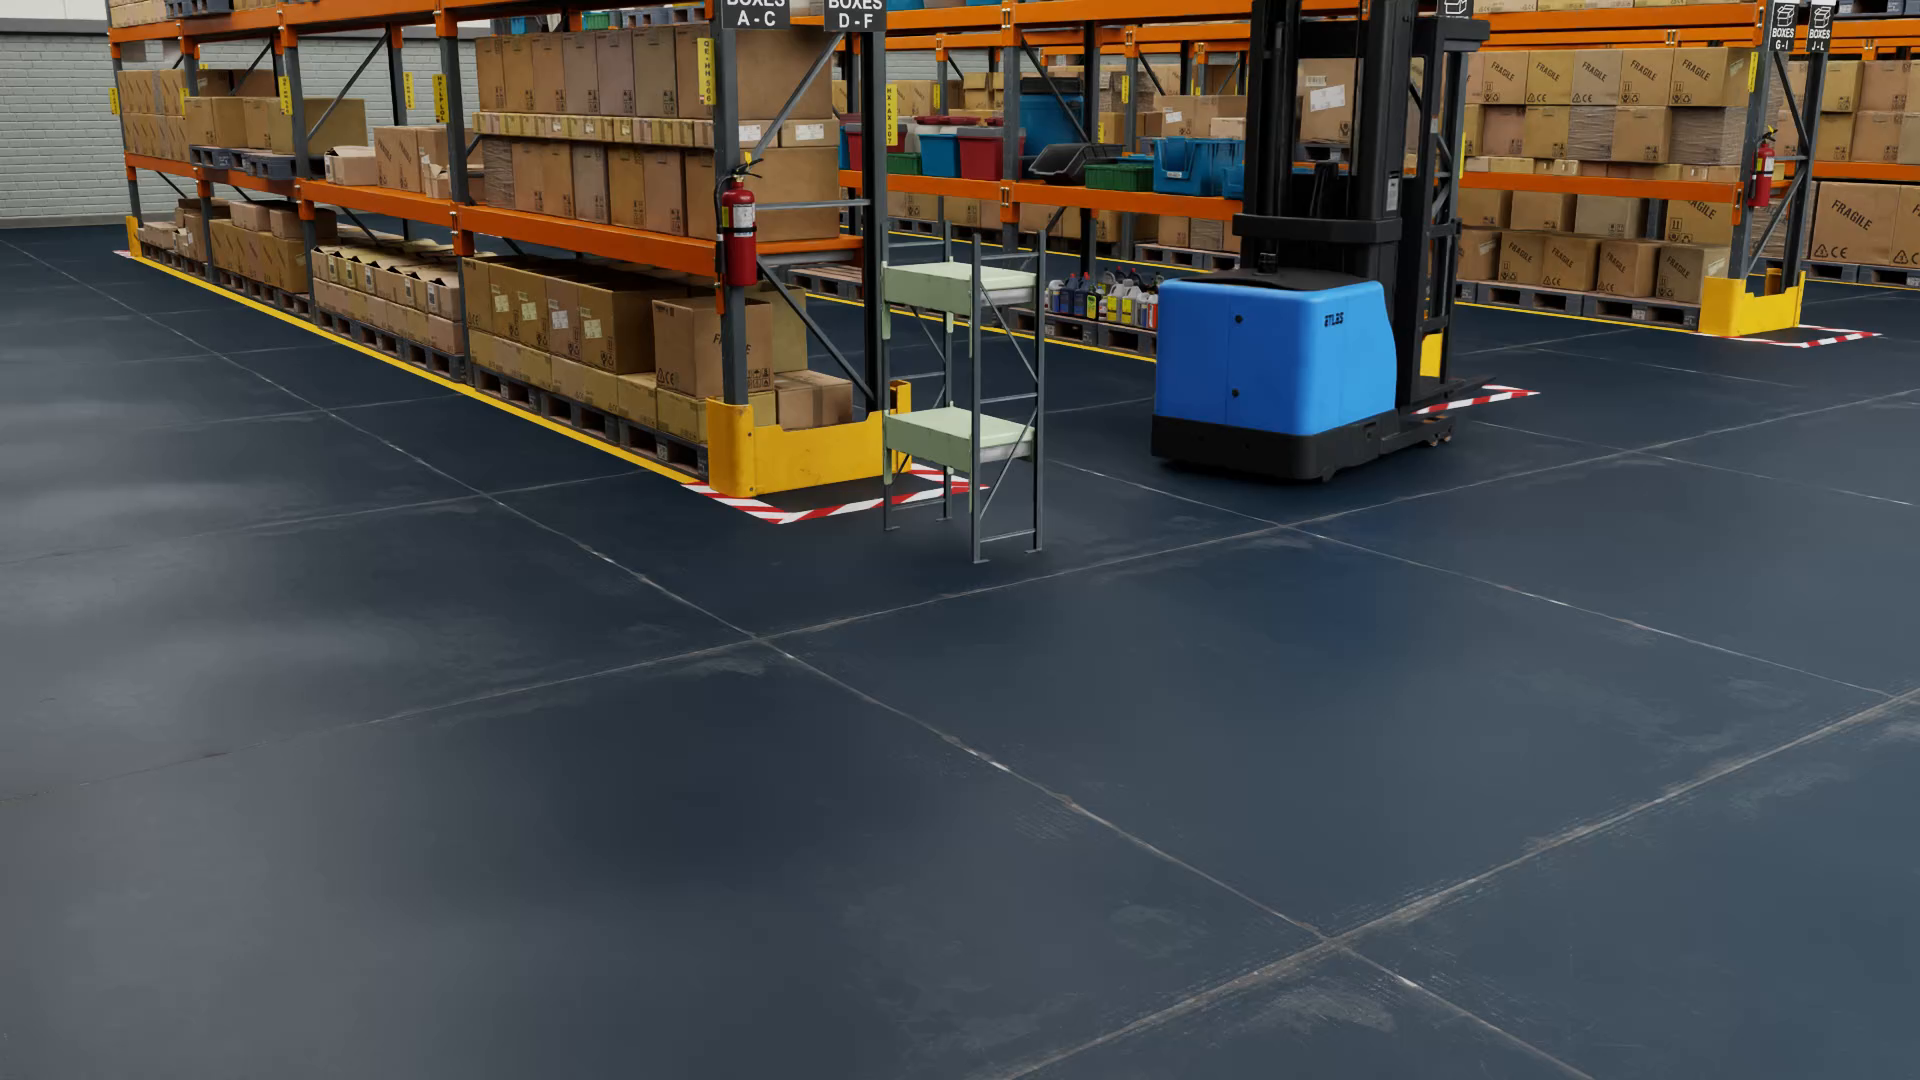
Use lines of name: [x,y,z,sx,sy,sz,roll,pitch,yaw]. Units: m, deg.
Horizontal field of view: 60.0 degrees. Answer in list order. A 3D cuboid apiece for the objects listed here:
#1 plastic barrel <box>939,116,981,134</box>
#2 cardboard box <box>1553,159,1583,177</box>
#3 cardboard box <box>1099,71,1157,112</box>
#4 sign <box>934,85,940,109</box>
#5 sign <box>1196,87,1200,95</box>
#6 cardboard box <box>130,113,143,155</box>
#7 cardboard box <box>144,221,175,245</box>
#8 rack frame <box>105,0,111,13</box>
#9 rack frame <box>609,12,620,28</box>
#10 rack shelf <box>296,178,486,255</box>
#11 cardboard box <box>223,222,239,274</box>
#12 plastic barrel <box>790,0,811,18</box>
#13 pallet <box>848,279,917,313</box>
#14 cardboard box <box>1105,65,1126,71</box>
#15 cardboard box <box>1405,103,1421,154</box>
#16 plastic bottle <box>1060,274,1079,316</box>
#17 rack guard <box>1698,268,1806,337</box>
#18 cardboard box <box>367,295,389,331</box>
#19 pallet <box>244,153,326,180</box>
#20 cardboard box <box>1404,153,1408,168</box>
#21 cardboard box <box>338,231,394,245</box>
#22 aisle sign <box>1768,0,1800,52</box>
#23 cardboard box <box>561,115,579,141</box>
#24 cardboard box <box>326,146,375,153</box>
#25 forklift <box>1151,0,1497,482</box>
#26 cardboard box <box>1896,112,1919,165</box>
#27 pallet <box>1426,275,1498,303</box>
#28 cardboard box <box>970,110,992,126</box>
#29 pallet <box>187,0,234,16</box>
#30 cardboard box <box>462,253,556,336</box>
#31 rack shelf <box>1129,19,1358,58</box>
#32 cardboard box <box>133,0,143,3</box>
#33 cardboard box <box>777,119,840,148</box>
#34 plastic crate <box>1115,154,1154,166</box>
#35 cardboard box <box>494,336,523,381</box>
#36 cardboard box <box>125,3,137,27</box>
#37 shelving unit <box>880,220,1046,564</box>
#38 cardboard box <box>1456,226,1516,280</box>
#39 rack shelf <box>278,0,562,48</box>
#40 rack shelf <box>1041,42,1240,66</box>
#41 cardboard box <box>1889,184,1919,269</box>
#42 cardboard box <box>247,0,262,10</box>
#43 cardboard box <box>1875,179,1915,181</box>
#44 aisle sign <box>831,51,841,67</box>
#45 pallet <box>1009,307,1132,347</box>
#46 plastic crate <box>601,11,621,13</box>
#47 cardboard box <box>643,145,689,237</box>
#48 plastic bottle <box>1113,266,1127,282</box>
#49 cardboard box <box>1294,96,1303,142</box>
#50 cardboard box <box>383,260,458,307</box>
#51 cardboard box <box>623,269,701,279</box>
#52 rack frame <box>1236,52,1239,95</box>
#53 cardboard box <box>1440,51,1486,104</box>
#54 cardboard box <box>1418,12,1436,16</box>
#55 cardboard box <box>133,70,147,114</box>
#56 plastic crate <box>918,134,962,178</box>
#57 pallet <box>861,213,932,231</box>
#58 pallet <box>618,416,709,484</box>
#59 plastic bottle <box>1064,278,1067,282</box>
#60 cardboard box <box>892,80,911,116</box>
plastic barrel: [0.000,-3.880,16.313,0.433,0.535,0.433,0,15,0]
cardboard box: [5.873,-3.546,15.826,0.380,0.149,0.250,-11,19,-35]
cardboard box: [2.054,-5.733,21.252,0.797,0.503,0.637,-10,18,-33]
sign: [-0.329,-6.266,23.498,0.100,0.325,0.005,-11,19,-35]
sign: [3.756,-6.977,26.245,0.100,0.325,0.005,-11,19,-35]
cardboard box: [-9.893,-5.017,20.536,0.500,0.500,0.500,-11,19,-35]
cardboard box: [-9.864,-3.833,20.774,0.500,0.250,0.500,-11,19,-35]
rack frame: [-10.248,-8.108,20.652,1.000,3.000,0.127,-11,19,-35]
rack frame: [-3.887,-5.128,21.130,1.000,3.000,0.127,-11,19,-35]
rack shelf: [-4.368,-2.732,13.737,1.077,0.370,4.000,-11,19,-35]
cardboard box: [-7.486,-3.113,17.670,0.500,0.500,0.500,-11,19,-34]
plastic barrel: [-1.600,-5.661,17.182,0.421,0.512,0.421,0,15,0]
pallet: [-0.398,-2.497,16.800,1.003,0.211,1.213,-11,19,-35]
cardboard box: [2.780,-7.706,27.904,0.500,0.500,0.500,-12,19,-36]
cardboard box: [5.038,-4.274,17.259,0.875,0.500,0.500,-11,19,-35]
plastic bottle: [0.956,-2.117,14.315,0.144,0.351,0.185,-10,18,-33]
rack guard: [7.130,-2.145,14.966,1.175,0.500,0.348,-11,19,-35]
cardboard box: [-4.566,-1.898,13.741,0.500,0.250,0.500,-10,18,-33]
pallet: [-5.999,-3.547,15.717,1.213,0.211,1.003,-11,19,-35]
cardboard box: [4.706,-3.975,17.392,0.380,0.149,0.250,-11,19,-35]
cardboard box: [-5.893,-2.765,16.397,0.500,0.500,0.500,-12,19,-37]
aisle sign: [6.969,-4.528,14.015,0.394,0.787,0.004,-11,19,-35]
cardboard box: [-2.277,-2.595,10.457,0.380,0.149,0.250,-11,19,-35]
cardboard box: [-5.366,-3.378,14.906,0.500,0.311,0.500,-10,18,-31]
forklift: [2.426,-2.057,10.039,1.130,2.935,3.031,12,20,38]
cardboard box: [10.650,-4.341,17.971,0.875,0.550,0.550,-11,19,-35]
pallet: [5.246,-2.706,17.561,1.003,0.211,1.213,-11,19,-35]
cardboard box: [0.484,-5.701,23.033,0.500,0.500,0.500,-11,19,-34]
pallet: [-6.957,-5.345,16.596,1.213,0.211,1.003,-11,19,-35]
cardboard box: [-3.173,-1.742,11.751,0.500,0.500,0.500,-11,19,-35]
rack shelf: [3.647,-5.715,18.957,1.077,0.370,4.000,-11,19,-35]
cardboard box: [-9.278,-6.358,19.281,0.500,0.250,0.500,-11,19,-35]
cardboard box: [-0.897,-2.276,9.291,0.380,0.149,0.250,-11,19,-35]
plastic crate: [1.687,-3.154,14.198,0.499,0.251,0.616,-11,19,-35]
cardboard box: [-2.875,-1.274,11.463,0.500,0.250,0.500,-11,19,-35]
cardboard box: [-9.573,-6.224,19.737,0.500,0.250,0.500,-11,19,-35]
shelving unit: [0.004,-0.722,7.873,0.431,1.500,0.755,-11,19,-35]
cardboard box: [5.369,-2.973,17.194,0.500,0.500,0.500,-5,16,-17]
rack shelf: [-4.368,-4.178,13.341,1.077,0.370,4.000,-11,19,-35]
rack shelf: [3.015,-8.172,27.932,1.077,0.370,4.000,-11,19,-35]
cardboard box: [10.794,-3.395,18.027,0.875,0.875,0.875,-11,19,-34]
cardboard box: [-6.128,-5.198,15.513,0.910,0.500,0.500,-11,19,-35]
cardboard box: [12.968,-4.797,22.912,0.500,0.500,0.500,-10,18,-32]
aisle sign: [-2.032,-8.067,26.942,0.394,0.787,0.004,-11,19,-35]
pallet: [1.178,-1.925,14.709,1.003,0.211,1.213,-11,19,-35]
plastic crate: [-4.396,-6.819,21.876,0.497,0.269,0.590,-11,19,-35]
cardboard box: [-1.417,-2.059,9.727,0.700,0.500,0.500,-10,18,-33]
plastic bottle: [1.428,-2.261,14.841,0.144,0.351,0.185,-11,19,-36]
cardboard box: [3.729,-4.797,18.928,0.797,0.503,0.637,-9,18,-29]
cardboard box: [-4.265,-2.057,13.262,0.500,0.311,0.500,-11,19,-35]
cardboard box: [-1.856,-1.505,10.886,0.500,0.500,0.500,-11,19,-35]
rack frame: [5.783,-8.289,32.679,1.000,3.000,0.127,-11,19,-35]
cardboard box: [5.177,-4.620,16.628,0.500,0.500,0.500,-11,19,-35]
cardboard box: [4.880,-5.427,16.825,0.500,0.250,0.500,-12,19,-37]
cardboard box: [-9.597,-5.391,20.007,0.500,0.500,0.500,-11,19,-34]
plastic crate: [-0.084,-3.599,15.575,0.392,0.384,0.575,-11,19,-35]
pallet: [-0.986,-4.987,25.897,1.003,0.211,1.213,-11,19,-35]
pallet: [-1.324,-0.609,9.902,1.003,0.211,1.213,-11,19,-35]
plastic bottle: [0.947,-2.137,14.516,0.061,0.283,0.133,-11,19,-35]
cardboard box: [-0.659,-6.494,24.420,0.500,0.500,0.500,-11,19,-34]
